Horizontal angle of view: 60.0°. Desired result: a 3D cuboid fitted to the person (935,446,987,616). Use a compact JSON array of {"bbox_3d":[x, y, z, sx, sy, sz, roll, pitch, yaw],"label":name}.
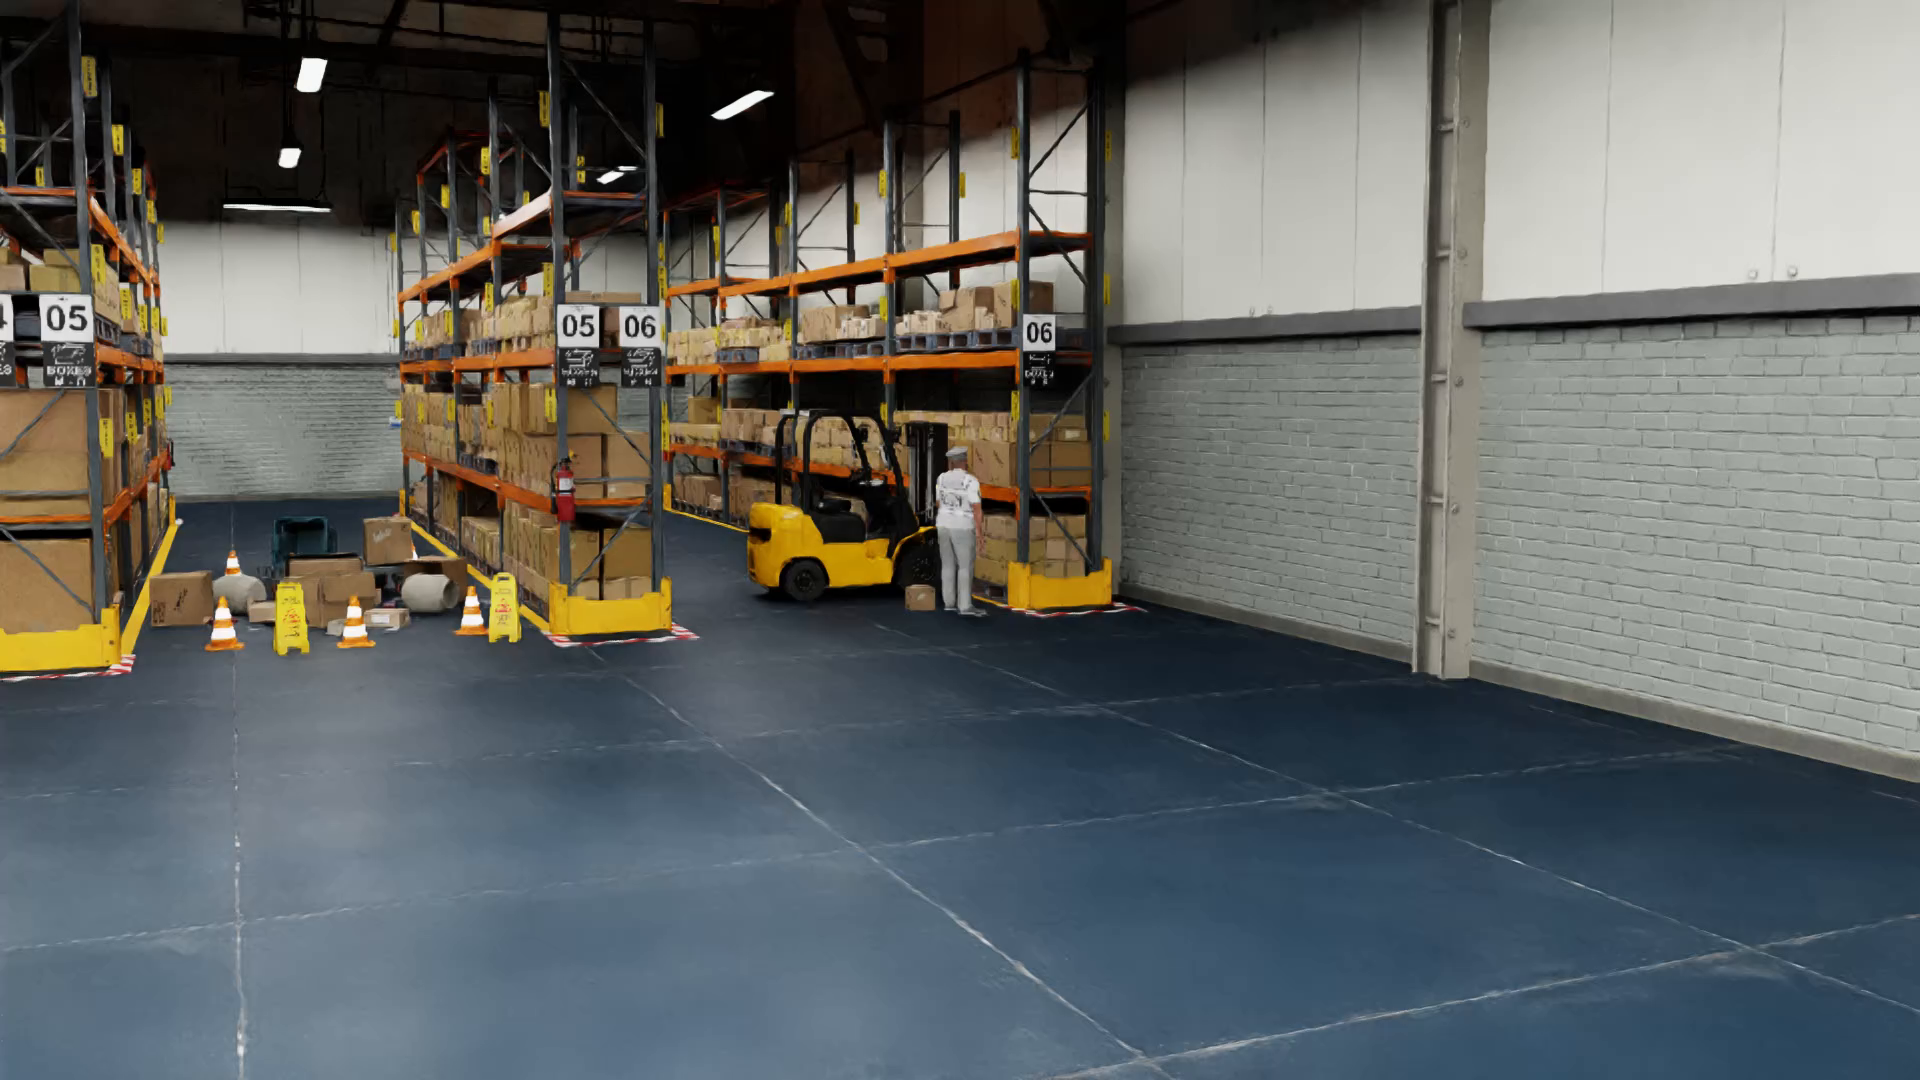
[{"bbox_3d":[0.033,-0.099,17.453,0.596,1.776,0.501,3,6,32],"label":"person"}]
